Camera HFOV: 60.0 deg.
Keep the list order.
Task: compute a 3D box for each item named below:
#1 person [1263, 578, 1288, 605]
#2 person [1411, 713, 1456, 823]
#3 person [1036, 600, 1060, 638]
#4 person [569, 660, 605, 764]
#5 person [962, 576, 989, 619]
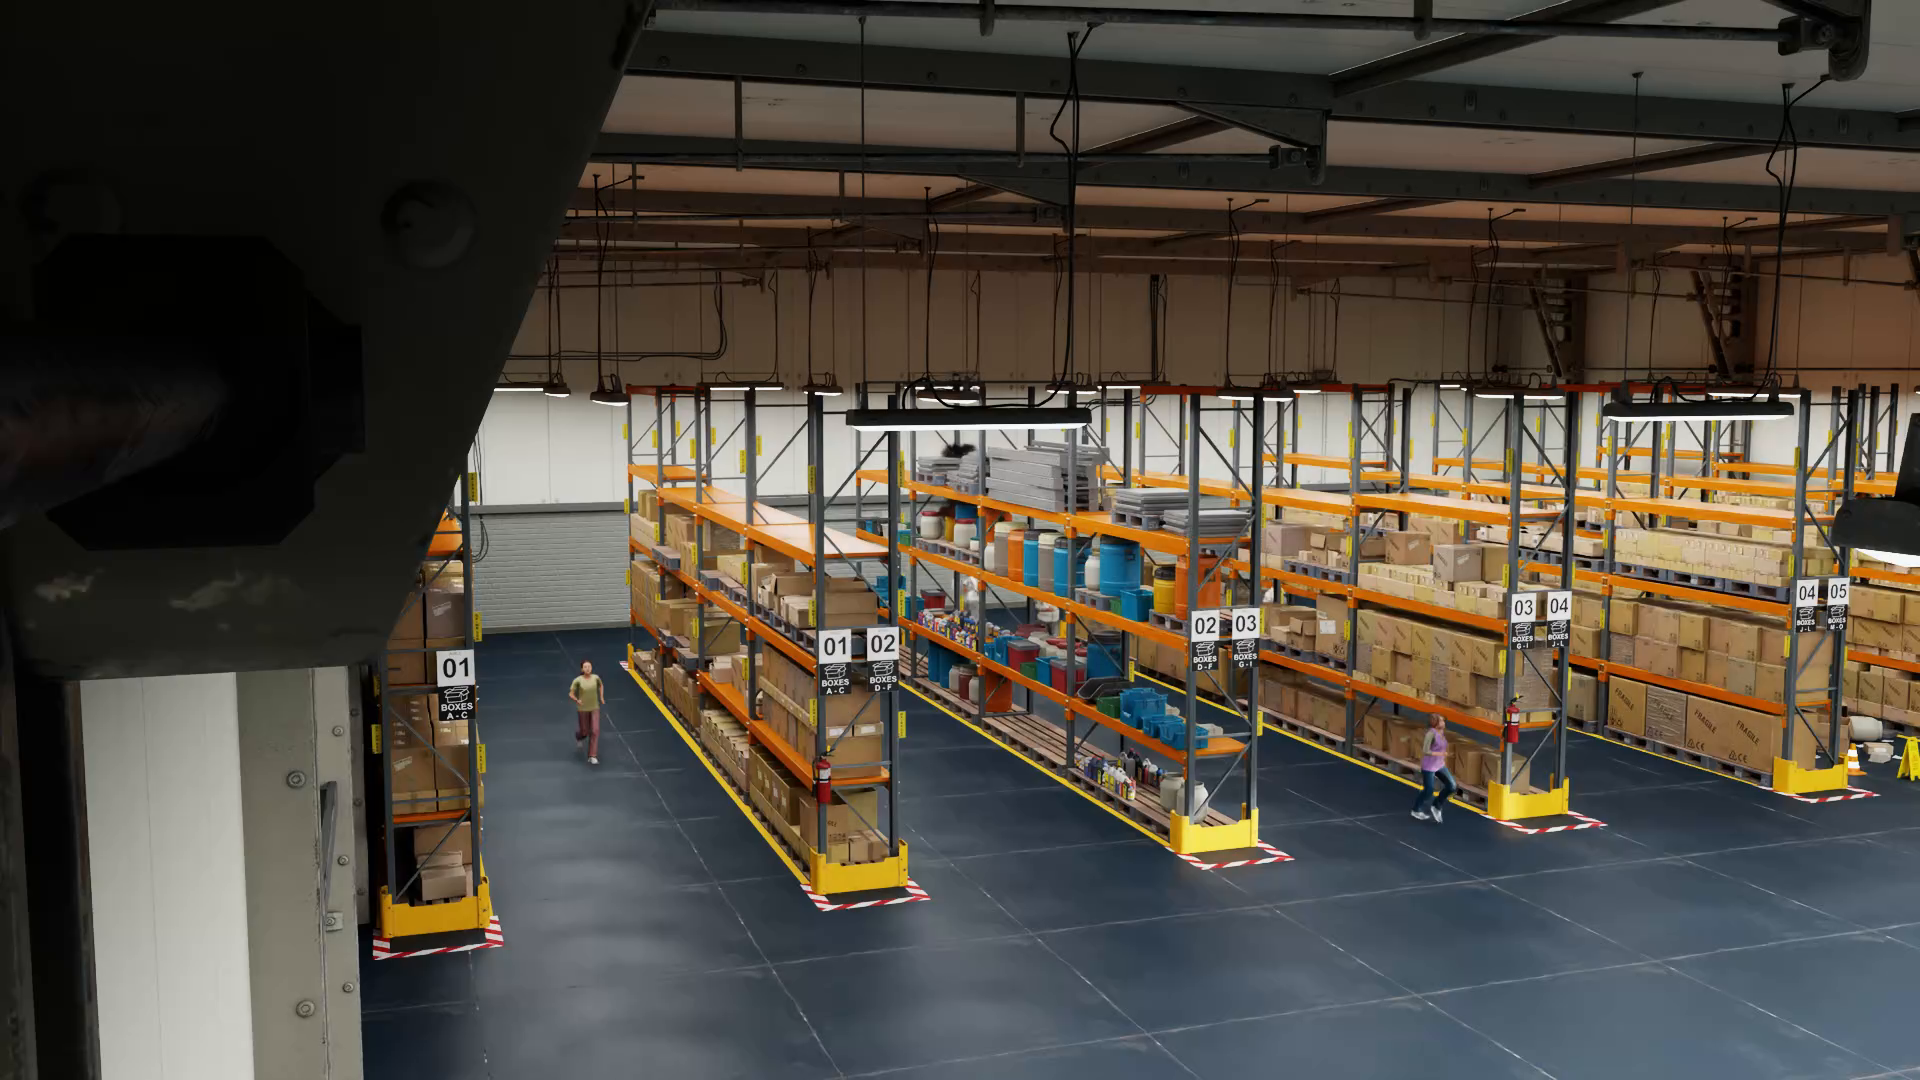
[{"bbox_3d":[6.912,1.701,36.460,0.617,1.834,0.882,-2,6,-15],"label":"person"},{"bbox_3d":[6.556,3.160,23.062,0.526,1.566,0.683,-5,8,-40],"label":"person"},{"bbox_3d":[1.792,1.651,33.892,0.610,1.821,0.843,-2,6,-22],"label":"person"},{"bbox_3d":[-6.005,2.746,26.894,0.593,1.635,0.894,-3,7,-27],"label":"person"},{"bbox_3d":[0.376,1.441,39.415,0.648,1.644,0.601,-1,6,-10],"label":"person"}]
